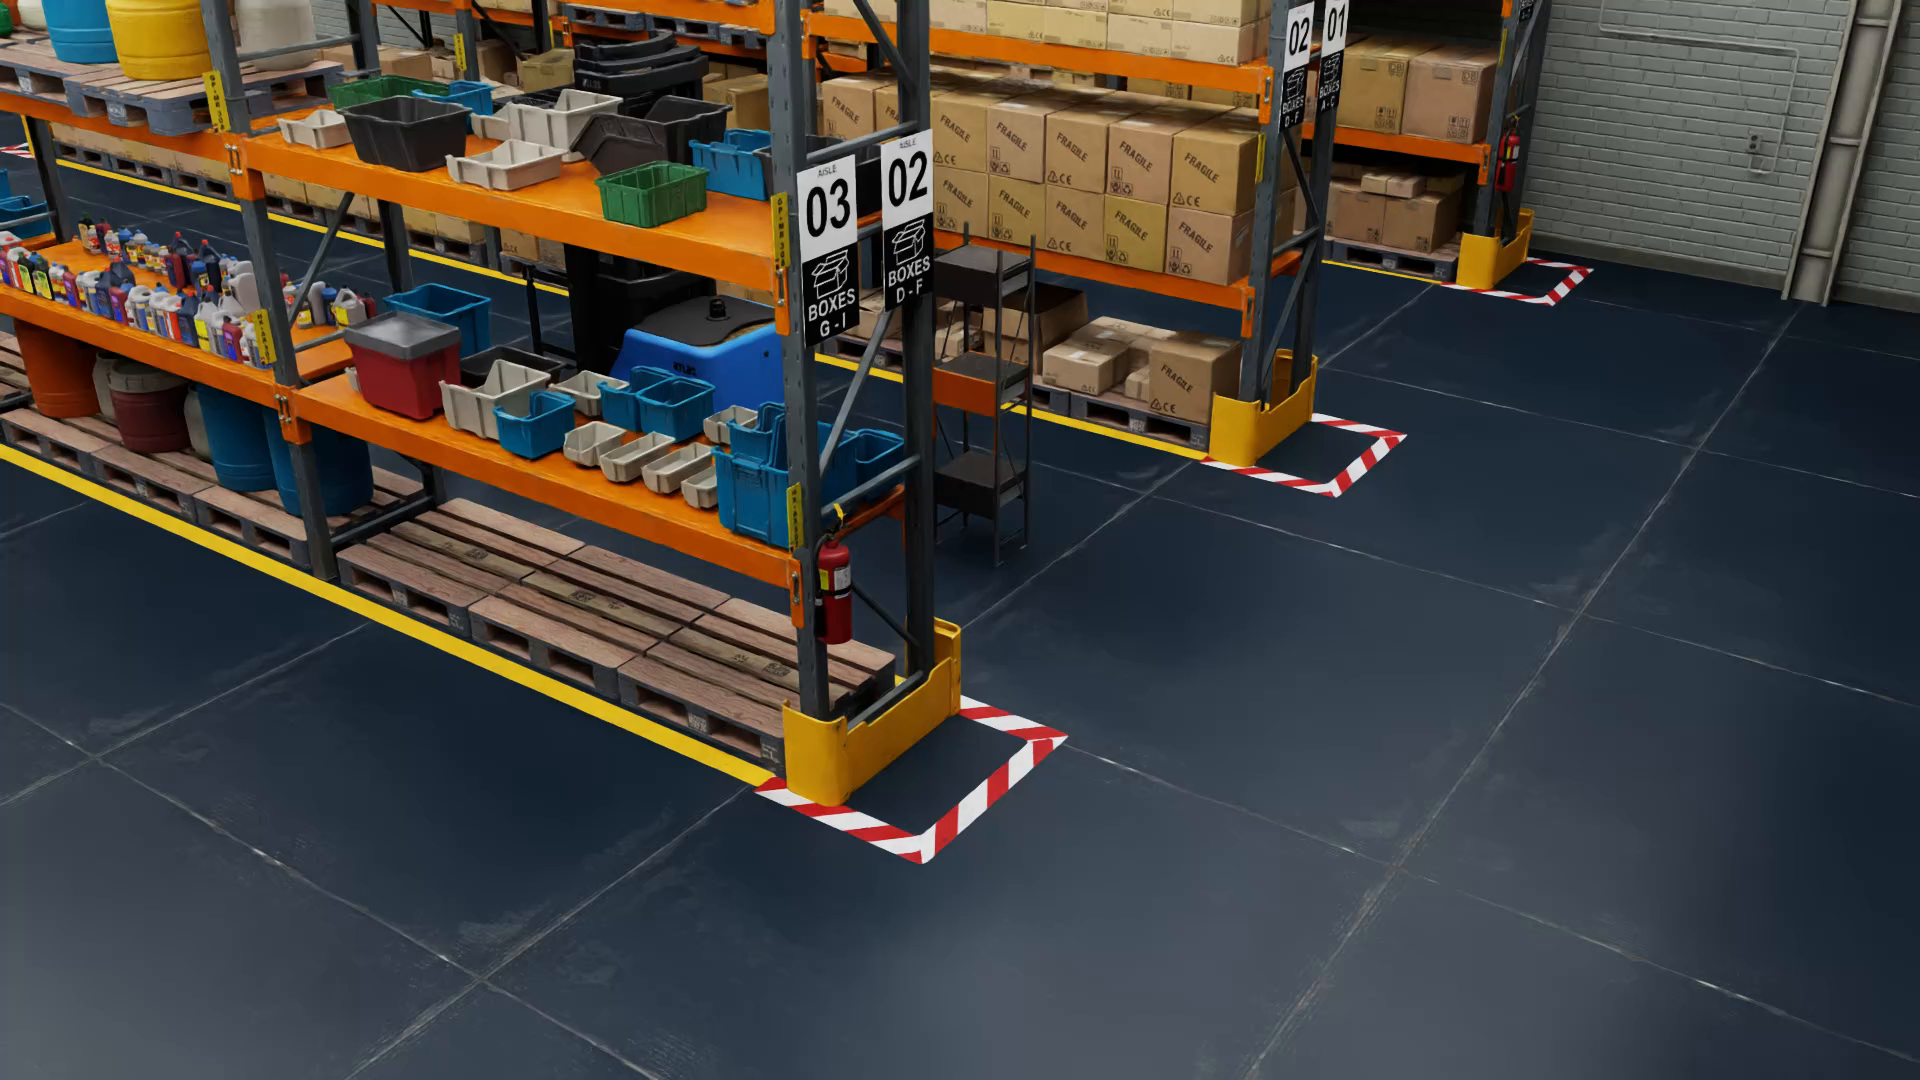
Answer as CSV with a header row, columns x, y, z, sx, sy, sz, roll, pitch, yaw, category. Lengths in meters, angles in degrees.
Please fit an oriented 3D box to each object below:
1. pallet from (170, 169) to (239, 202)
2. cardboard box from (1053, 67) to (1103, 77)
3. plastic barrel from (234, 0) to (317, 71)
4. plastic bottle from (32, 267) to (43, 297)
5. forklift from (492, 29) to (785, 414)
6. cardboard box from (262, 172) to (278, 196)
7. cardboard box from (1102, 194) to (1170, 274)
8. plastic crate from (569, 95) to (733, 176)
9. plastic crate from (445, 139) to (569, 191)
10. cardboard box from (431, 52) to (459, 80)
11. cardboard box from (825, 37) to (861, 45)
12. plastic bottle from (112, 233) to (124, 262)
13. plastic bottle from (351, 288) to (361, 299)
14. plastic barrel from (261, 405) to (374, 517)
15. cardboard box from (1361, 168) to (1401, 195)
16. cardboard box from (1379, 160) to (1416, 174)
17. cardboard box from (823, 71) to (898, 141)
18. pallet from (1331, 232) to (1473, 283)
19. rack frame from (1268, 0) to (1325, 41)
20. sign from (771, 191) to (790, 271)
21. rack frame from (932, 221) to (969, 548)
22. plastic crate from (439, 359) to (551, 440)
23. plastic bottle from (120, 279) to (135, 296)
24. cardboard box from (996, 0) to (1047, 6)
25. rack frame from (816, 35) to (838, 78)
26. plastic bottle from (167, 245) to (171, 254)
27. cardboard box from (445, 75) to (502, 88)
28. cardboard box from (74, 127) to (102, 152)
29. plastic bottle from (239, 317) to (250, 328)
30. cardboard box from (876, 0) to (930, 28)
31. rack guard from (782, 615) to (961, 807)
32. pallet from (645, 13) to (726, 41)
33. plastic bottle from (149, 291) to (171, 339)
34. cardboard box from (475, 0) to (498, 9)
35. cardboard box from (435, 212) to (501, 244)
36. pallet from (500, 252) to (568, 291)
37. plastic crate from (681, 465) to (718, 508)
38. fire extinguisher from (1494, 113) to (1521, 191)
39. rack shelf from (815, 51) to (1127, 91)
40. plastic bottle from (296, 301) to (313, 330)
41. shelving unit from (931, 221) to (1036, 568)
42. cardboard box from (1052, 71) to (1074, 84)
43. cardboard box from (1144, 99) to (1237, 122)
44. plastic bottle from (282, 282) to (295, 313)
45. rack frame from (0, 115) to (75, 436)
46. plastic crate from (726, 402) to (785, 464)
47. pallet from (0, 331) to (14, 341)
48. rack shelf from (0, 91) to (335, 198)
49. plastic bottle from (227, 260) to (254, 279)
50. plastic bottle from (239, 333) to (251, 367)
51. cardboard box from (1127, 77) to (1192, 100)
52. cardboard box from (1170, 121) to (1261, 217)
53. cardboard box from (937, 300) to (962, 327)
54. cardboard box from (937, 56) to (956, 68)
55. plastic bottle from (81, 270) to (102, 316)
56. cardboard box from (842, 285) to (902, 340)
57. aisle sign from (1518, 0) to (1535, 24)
x,y,z,sx,sy,sz,roll,pitch,yaw,category
-8.185,-4.152,18.950,1.213,0.211,1.003,17,32,30,pallet
1.319,-5.184,17.443,0.500,0.500,0.500,17,31,30,cardboard box
-4.058,-3.083,9.855,0.433,0.535,0.433,0,27,0,plastic barrel
-6.319,-1.783,11.440,0.097,0.201,0.097,0,27,0,plastic bottle
-2.589,-2.183,12.081,3.031,2.935,1.130,19,32,32,forklift
-7.361,-3.941,18.029,0.500,0.250,0.500,16,31,29,cardboard box
1.385,-2.283,12.093,0.500,0.500,0.500,18,32,31,cardboard box
-1.573,-2.047,8.500,0.767,0.338,0.504,17,32,30,plastic crate
-2.313,-1.900,8.433,0.530,0.136,0.437,17,32,30,plastic crate
-7.060,-6.695,23.352,0.500,0.311,0.500,20,33,34,cardboard box
-1.199,-5.966,18.981,0.500,0.500,0.500,18,32,32,cardboard box
-6.133,-2.143,12.147,0.097,0.201,0.097,0,27,0,plastic bottle
-3.937,-1.506,10.804,0.133,0.283,0.061,17,32,30,plastic bottle
-4.205,-0.668,10.880,0.708,0.901,0.600,17,32,30,plastic barrel
4.086,-3.481,16.135,0.250,0.149,0.380,18,32,32,cardboard box
4.304,-3.624,16.415,0.250,0.149,0.380,17,32,30,cardboard box
-0.730,-3.385,13.155,0.500,0.500,0.500,18,32,32,cardboard box
4.436,-2.880,16.450,1.213,0.211,1.003,17,32,30,pallet
2.338,-4.767,10.470,0.127,3.000,1.000,17,32,30,rack frame
-0.767,-1.323,7.125,0.005,0.325,0.100,17,32,30,sign
-0.065,-0.956,10.587,0.015,2.100,0.400,17,32,30,rack frame
-2.612,-0.783,9.319,0.530,0.282,0.437,17,32,30,plastic crate
-5.480,-1.587,10.977,0.097,0.271,0.097,0,27,0,plastic bottle
0.532,-4.007,11.897,0.500,0.250,0.500,17,32,30,cardboard box
-1.455,-6.001,19.508,0.127,3.000,1.000,17,32,30,rack frame
-5.547,-2.007,11.789,0.133,0.283,0.061,17,32,30,plastic bottle
-4.884,-4.410,16.481,0.500,0.311,0.500,17,31,30,cardboard box
-10.120,-4.816,19.749,0.500,0.250,0.500,17,32,30,cardboard box
-4.520,-1.307,10.504,0.097,0.201,0.097,0,27,0,plastic bottle
-0.288,-4.043,12.520,0.500,0.250,0.500,17,32,30,cardboard box
-0.442,0.873,8.758,0.348,0.500,1.175,17,32,30,rack guard
-3.109,-6.408,20.521,1.213,0.211,1.003,17,32,30,pallet
-5.102,-1.453,10.708,0.135,0.276,0.152,17,32,30,plastic bottle
-6.143,-7.233,22.072,0.500,0.250,0.500,17,32,30,cardboard box
-4.828,-3.154,16.482,0.500,0.250,0.500,18,32,31,cardboard box
-3.662,-2.699,16.095,1.213,0.211,1.003,17,32,30,pallet
-1.244,-0.294,8.518,0.243,0.136,0.396,17,32,30,plastic crate
5.003,-3.535,15.159,0.183,0.674,0.296,17,32,30,fire extinguisher
0.194,-5.167,18.662,4.000,0.370,1.077,17,32,30,rack shelf
-4.289,-1.485,10.854,0.097,0.201,0.097,0,27,0,plastic bottle
0.136,-0.893,10.464,0.503,2.100,0.431,17,32,30,shelving unit
1.182,-4.908,17.615,0.250,0.149,0.380,18,32,31,cardboard box
1.687,-2.928,12.257,0.500,0.500,0.500,18,32,31,cardboard box
-4.474,-1.627,11.132,0.097,0.201,0.097,0,27,0,plastic bottle
-7.064,-2.297,12.230,0.127,3.000,1.000,17,32,30,rack frame
-1.029,-0.550,8.917,0.300,0.233,0.416,17,32,30,plastic crate
-8.682,-1.581,13.898,1.213,0.211,1.003,17,32,30,pallet
-5.415,-2.800,10.704,4.000,0.370,1.077,17,32,30,rack shelf
-4.887,-1.773,11.338,0.135,0.276,0.152,17,32,30,plastic bottle
-4.385,-1.181,10.257,0.097,0.201,0.097,0,27,0,plastic bottle
2.281,-4.962,17.136,0.700,0.700,0.980,18,32,31,cardboard box
1.816,-2.595,11.604,0.500,0.500,0.500,17,32,30,cardboard box
0.014,-1.932,14.172,0.250,0.149,0.380,17,32,30,cardboard box
-0.044,-5.337,18.458,0.250,0.149,0.380,18,32,31,cardboard box
-5.747,-1.654,11.103,0.135,0.276,0.152,17,32,30,plastic bottle
-0.735,-1.930,13.988,0.500,0.311,0.500,17,32,30,cardboard box
5.029,-4.974,14.625,0.004,0.787,0.394,17,32,30,aisle sign
